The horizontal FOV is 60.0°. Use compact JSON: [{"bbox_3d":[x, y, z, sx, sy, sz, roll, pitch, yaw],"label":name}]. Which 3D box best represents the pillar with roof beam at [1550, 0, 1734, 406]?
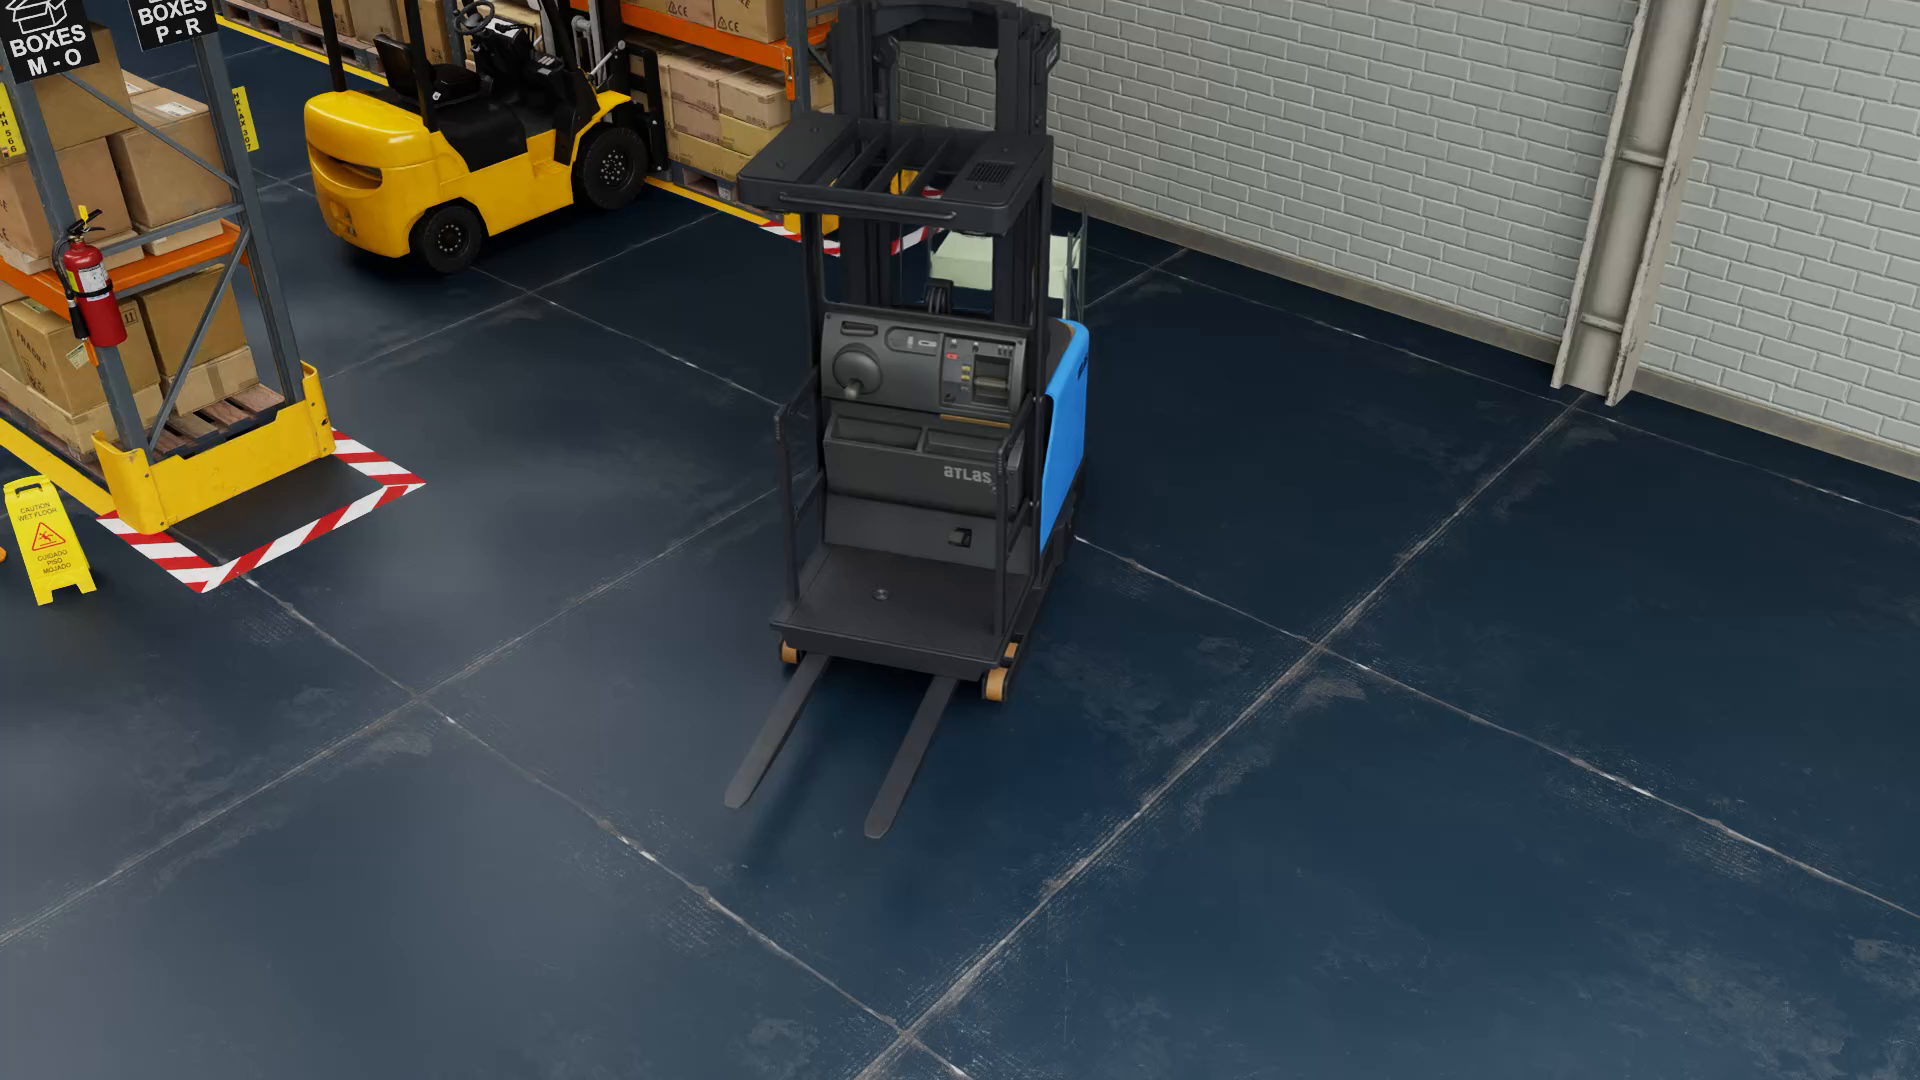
[{"bbox_3d":[1.084,-2.769,4.833,0.400,9.000,9.100,25,42,32],"label":"pillar with roof beam"}]

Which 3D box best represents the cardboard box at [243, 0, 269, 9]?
[{"bbox_3d":[-6.492,-5.558,15.920,0.625,0.625,0.875,27,43,33],"label":"cardboard box"}]

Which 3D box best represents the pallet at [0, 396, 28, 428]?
[{"bbox_3d":[-5.581,-1.167,10.262,1.213,0.211,1.003,25,42,32],"label":"pallet"}]

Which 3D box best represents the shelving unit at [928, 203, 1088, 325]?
[{"bbox_3d":[0.251,-1.078,8.994,0.755,1.500,0.431,9,35,13],"label":"shelving unit"}]

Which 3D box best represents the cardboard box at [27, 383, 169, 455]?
[{"bbox_3d":[-4.799,-0.761,9.266,0.500,0.250,0.500,25,42,32],"label":"cardboard box"}]

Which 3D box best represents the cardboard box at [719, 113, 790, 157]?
[{"bbox_3d":[-1.389,-2.984,12.062,0.500,0.250,0.500,25,41,31],"label":"cardboard box"}]

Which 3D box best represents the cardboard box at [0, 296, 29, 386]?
[{"bbox_3d":[-5.173,-1.250,9.316,0.500,0.500,0.500,27,43,33],"label":"cardboard box"}]

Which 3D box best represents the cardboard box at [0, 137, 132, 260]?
[{"bbox_3d":[-4.581,-1.777,8.337,0.500,0.500,0.500,24,41,31],"label":"cardboard box"}]

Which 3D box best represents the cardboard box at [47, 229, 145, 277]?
[{"bbox_3d":[-4.412,-1.476,8.471,0.250,0.149,0.380,27,43,33],"label":"cardboard box"}]

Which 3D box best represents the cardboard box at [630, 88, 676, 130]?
[{"bbox_3d":[-2.177,-3.348,12.592,0.500,0.250,0.500,24,41,31],"label":"cardboard box"}]

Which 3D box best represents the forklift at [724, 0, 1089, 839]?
[{"bbox_3d":[-0.224,-0.711,7.197,1.130,2.935,3.031,9,36,13],"label":"forklift"}]

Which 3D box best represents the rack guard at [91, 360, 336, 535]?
[{"bbox_3d":[-4.046,-0.534,9.086,0.348,0.500,1.175,25,42,32],"label":"rack guard"}]

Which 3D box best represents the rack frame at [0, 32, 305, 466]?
[{"bbox_3d":[-3.988,-1.537,8.338,0.127,3.000,1.000,25,42,32],"label":"rack frame"}]

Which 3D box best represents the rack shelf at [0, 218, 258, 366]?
[{"bbox_3d":[-5.525,-1.965,9.597,4.000,0.370,1.077,25,42,32],"label":"rack shelf"}]

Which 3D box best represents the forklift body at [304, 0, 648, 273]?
[{"bbox_3d":[-3.439,-3.241,11.570,1.214,2.155,2.313,25,42,32],"label":"forklift body"}]

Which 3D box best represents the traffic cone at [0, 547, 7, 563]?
[{"bbox_3d":[-5.144,-0.086,8.466,0.334,0.463,0.336,25,42,32],"label":"traffic cone"}]

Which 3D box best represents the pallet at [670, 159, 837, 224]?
[{"bbox_3d":[-1.429,-2.807,12.651,1.213,0.211,1.003,25,42,32],"label":"pallet"}]

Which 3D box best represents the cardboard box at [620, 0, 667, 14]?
[{"bbox_3d":[-2.148,-4.180,12.099,0.500,0.500,0.500,24,41,31],"label":"cardboard box"}]

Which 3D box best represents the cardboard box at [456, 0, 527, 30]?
[{"bbox_3d":[-3.718,-4.287,13.517,0.500,0.250,0.500,25,41,31],"label":"cardboard box"}]

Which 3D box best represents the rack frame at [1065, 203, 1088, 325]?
[{"bbox_3d":[0.603,-1.022,8.914,0.023,1.500,0.400,9,35,13],"label":"rack frame"}]

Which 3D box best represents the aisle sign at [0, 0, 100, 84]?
[{"bbox_3d":[-4.126,-2.460,7.386,0.004,0.787,0.394,25,42,32],"label":"aisle sign"}]

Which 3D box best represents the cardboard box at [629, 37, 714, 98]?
[{"bbox_3d":[-2.158,-3.542,12.432,0.500,0.250,0.500,26,42,32],"label":"cardboard box"}]

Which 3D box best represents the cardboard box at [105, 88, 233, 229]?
[{"bbox_3d":[-4.174,-1.993,8.651,0.500,0.500,0.500,25,41,31],"label":"cardboard box"}]

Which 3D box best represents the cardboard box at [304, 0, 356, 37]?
[{"bbox_3d":[-5.467,-5.081,15.225,0.625,0.625,0.875,23,41,30],"label":"cardboard box"}]

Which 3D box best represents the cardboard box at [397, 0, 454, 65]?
[{"bbox_3d":[-4.297,-4.525,14.416,0.625,0.625,0.875,27,43,34],"label":"cardboard box"}]

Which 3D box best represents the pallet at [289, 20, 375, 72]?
[{"bbox_3d":[-5.422,-4.689,15.391,1.213,0.211,1.003,25,42,32],"label":"pallet"}]

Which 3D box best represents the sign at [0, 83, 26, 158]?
[{"bbox_3d":[-4.358,-1.910,7.580,0.005,0.325,0.100,25,42,32],"label":"sign"}]

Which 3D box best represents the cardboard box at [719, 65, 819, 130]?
[{"bbox_3d":[-1.368,-3.181,11.907,0.500,0.250,0.500,27,43,33],"label":"cardboard box"}]

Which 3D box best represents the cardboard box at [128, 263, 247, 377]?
[{"bbox_3d":[-4.449,-1.307,9.398,0.500,0.500,0.500,24,41,30],"label":"cardboard box"}]

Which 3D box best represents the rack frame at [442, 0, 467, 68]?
[{"bbox_3d":[-3.889,-5.147,13.595,0.127,3.000,1.000,25,42,32],"label":"rack frame"}]

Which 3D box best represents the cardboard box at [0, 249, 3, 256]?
[{"bbox_3d":[-4.861,-1.621,8.683,0.250,0.149,0.380,24,41,31],"label":"cardboard box"}]

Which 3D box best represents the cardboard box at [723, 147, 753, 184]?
[{"bbox_3d":[-1.378,-2.770,12.192,0.500,0.250,0.500,26,42,32],"label":"cardboard box"}]

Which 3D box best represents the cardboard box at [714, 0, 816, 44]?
[{"bbox_3d":[-1.361,-3.803,11.550,0.500,0.500,0.500,24,41,31],"label":"cardboard box"}]

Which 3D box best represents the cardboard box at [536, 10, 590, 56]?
[{"bbox_3d":[-2.941,-3.922,12.986,0.500,0.250,0.500,27,43,33],"label":"cardboard box"}]

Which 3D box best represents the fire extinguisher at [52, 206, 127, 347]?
[{"bbox_3d":[-4.195,-1.263,8.008,0.183,0.674,0.296,25,42,32],"label":"fire extinguisher"}]

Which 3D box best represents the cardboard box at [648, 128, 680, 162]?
[{"bbox_3d":[-2.133,-3.140,12.730,0.500,0.250,0.500,26,42,32],"label":"cardboard box"}]
